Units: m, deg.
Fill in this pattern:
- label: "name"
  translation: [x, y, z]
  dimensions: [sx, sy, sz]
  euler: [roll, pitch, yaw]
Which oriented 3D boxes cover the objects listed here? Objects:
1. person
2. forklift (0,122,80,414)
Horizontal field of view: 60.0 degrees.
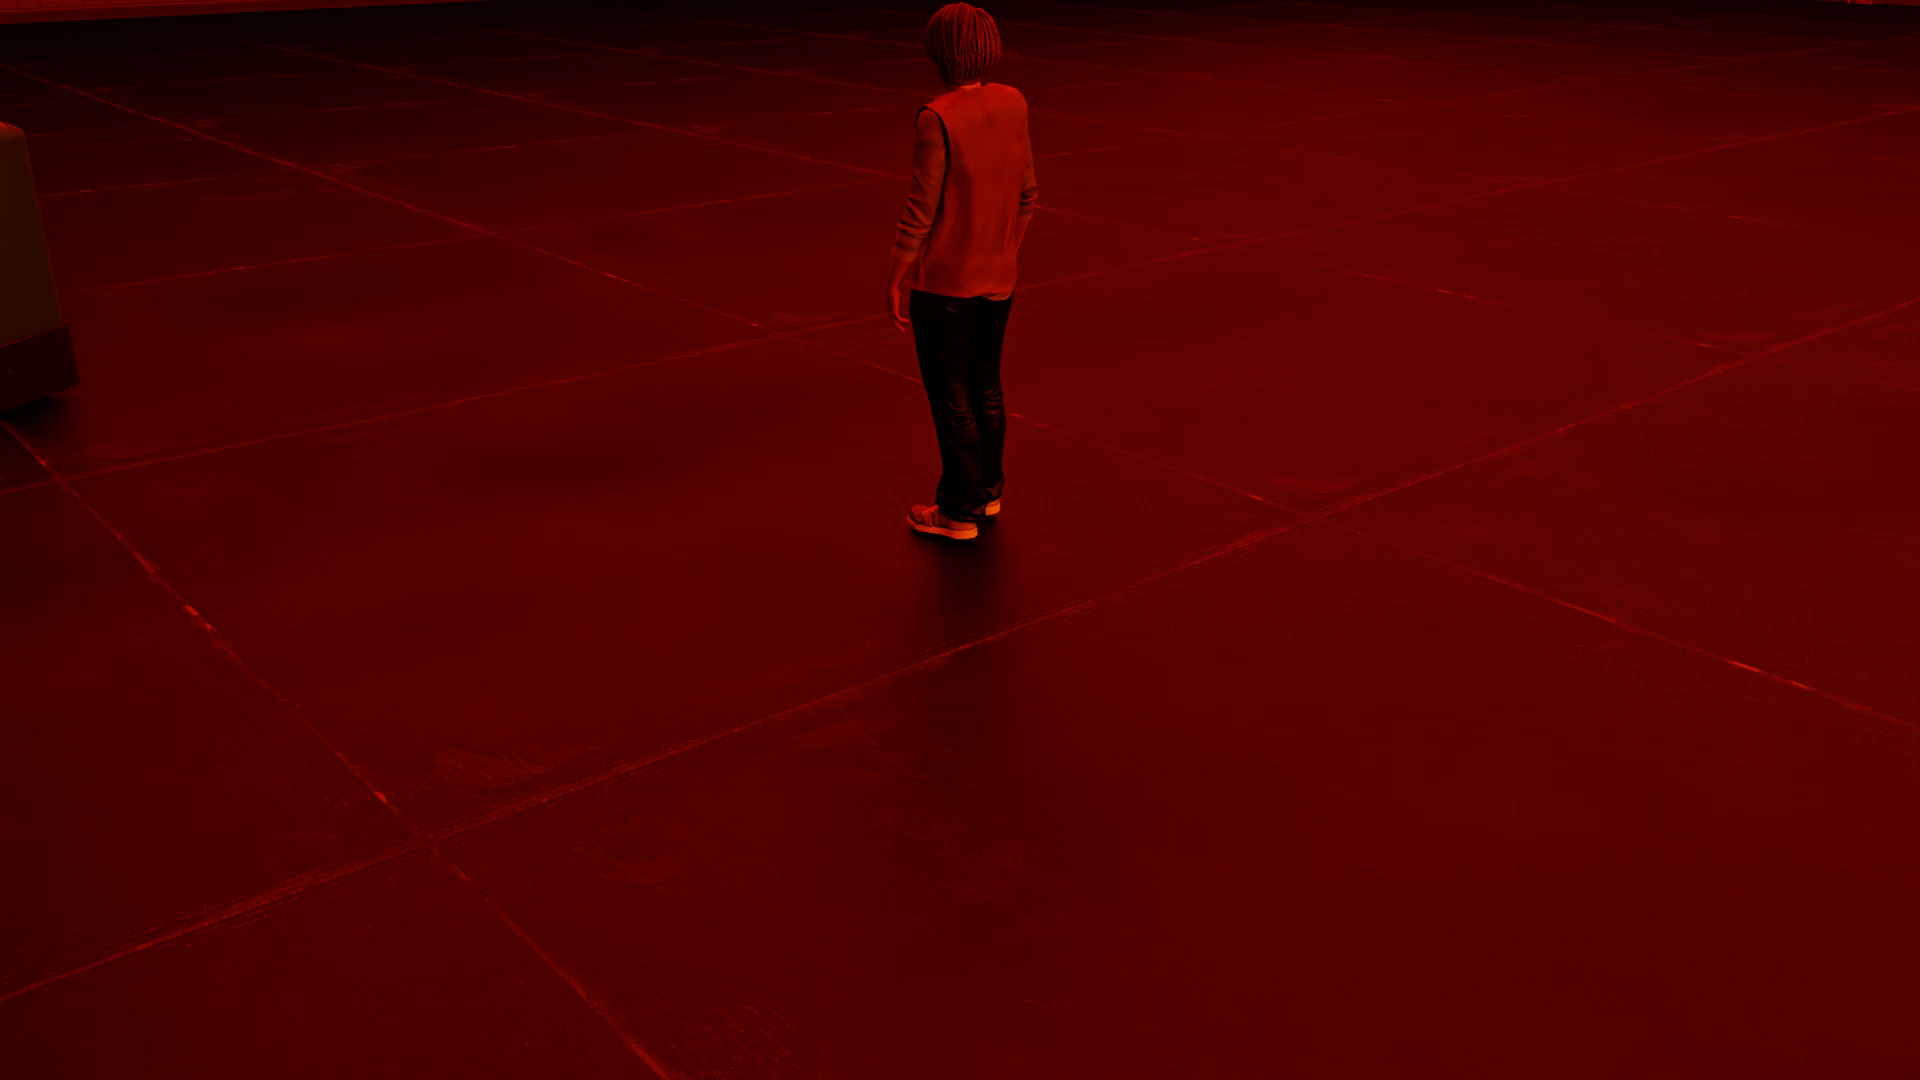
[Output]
- label: "person"
  translation: [-0.037, -0.773, 4.954]
  dimensions: [0.520, 1.599, 0.473]
  euler: [-17, 28, -37]
- label: "forklift"
  translation: [-5.037, -1.888, 5.964]
  dimensions: [3.031, 2.935, 1.130]
  euler: [6, 22, 14]
